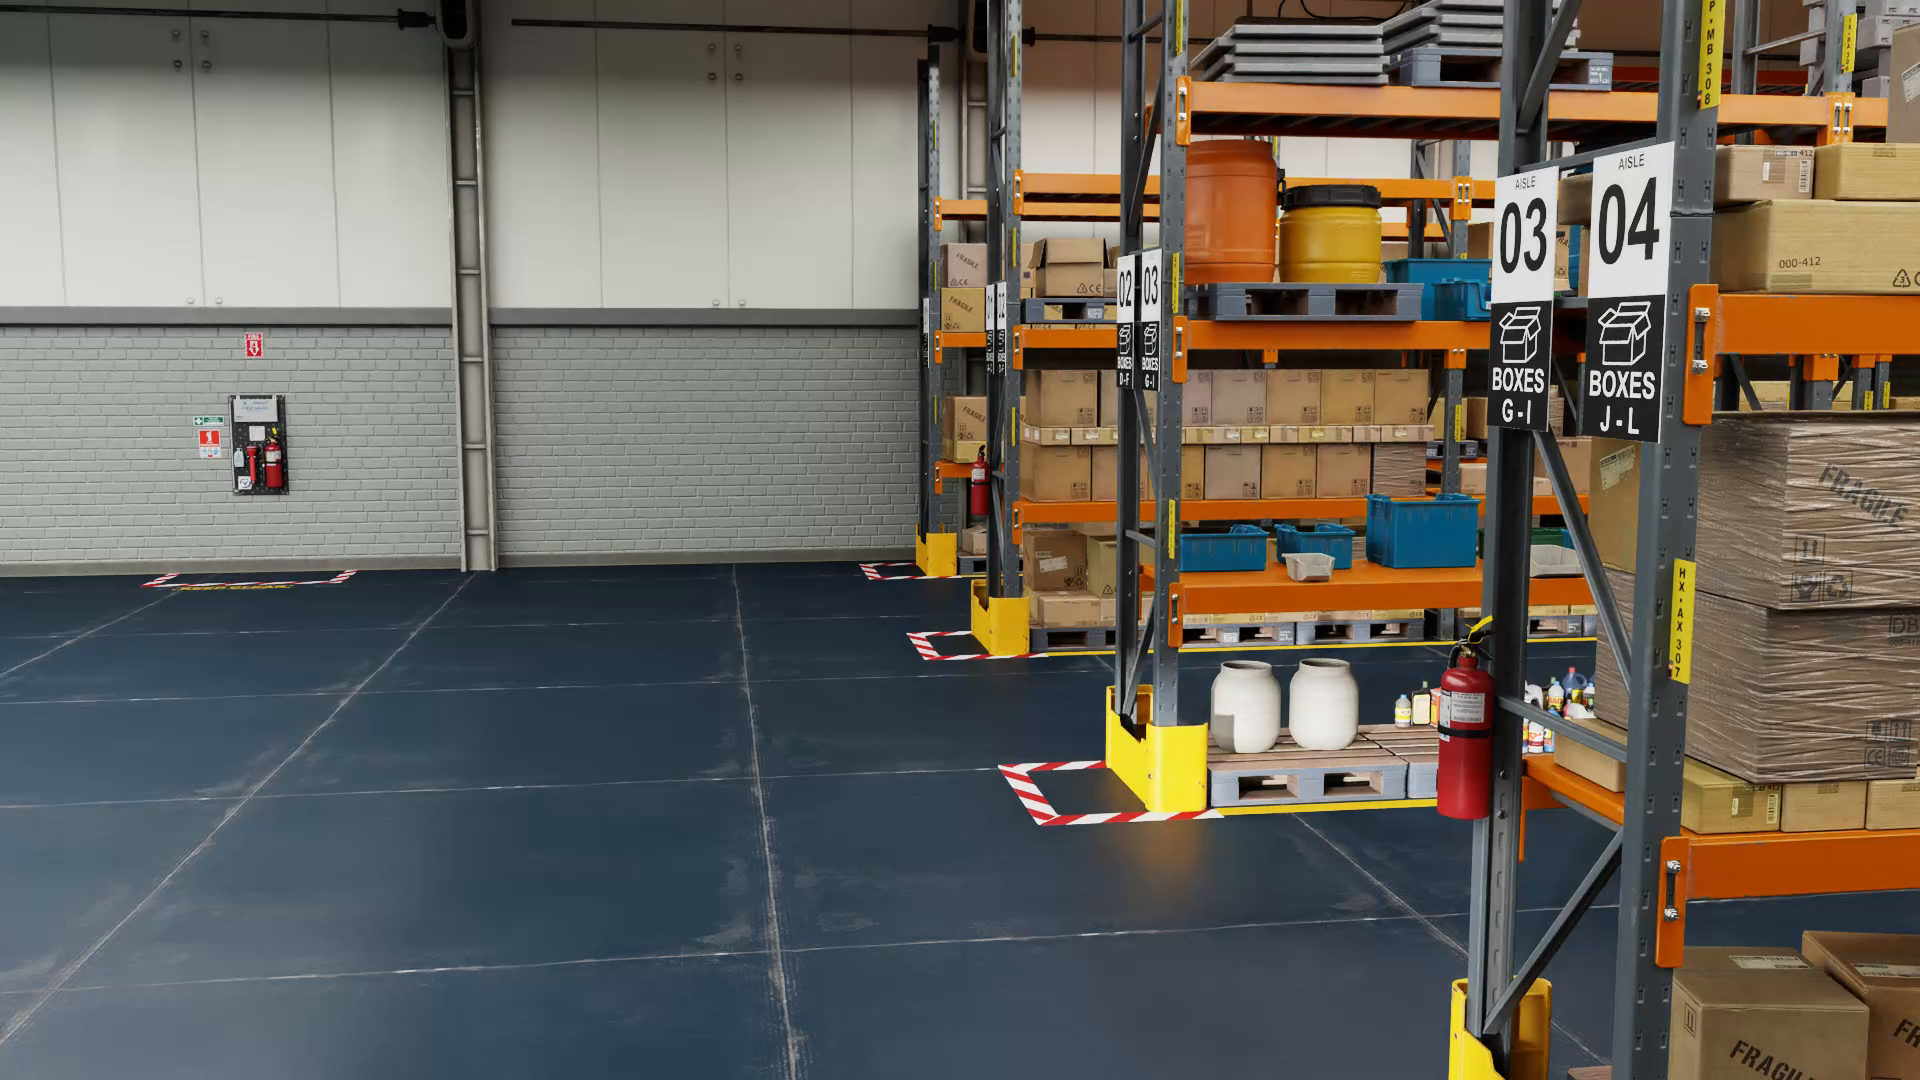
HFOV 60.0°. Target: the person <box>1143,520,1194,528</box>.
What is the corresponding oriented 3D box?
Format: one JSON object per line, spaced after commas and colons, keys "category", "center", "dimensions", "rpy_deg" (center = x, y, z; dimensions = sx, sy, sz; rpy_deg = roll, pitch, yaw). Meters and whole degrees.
{"category": "person", "center": [2.018, -0.087, 16.842], "dimensions": [0.775, 1.519, 0.546], "rpy_deg": [-3, 7, -21]}
